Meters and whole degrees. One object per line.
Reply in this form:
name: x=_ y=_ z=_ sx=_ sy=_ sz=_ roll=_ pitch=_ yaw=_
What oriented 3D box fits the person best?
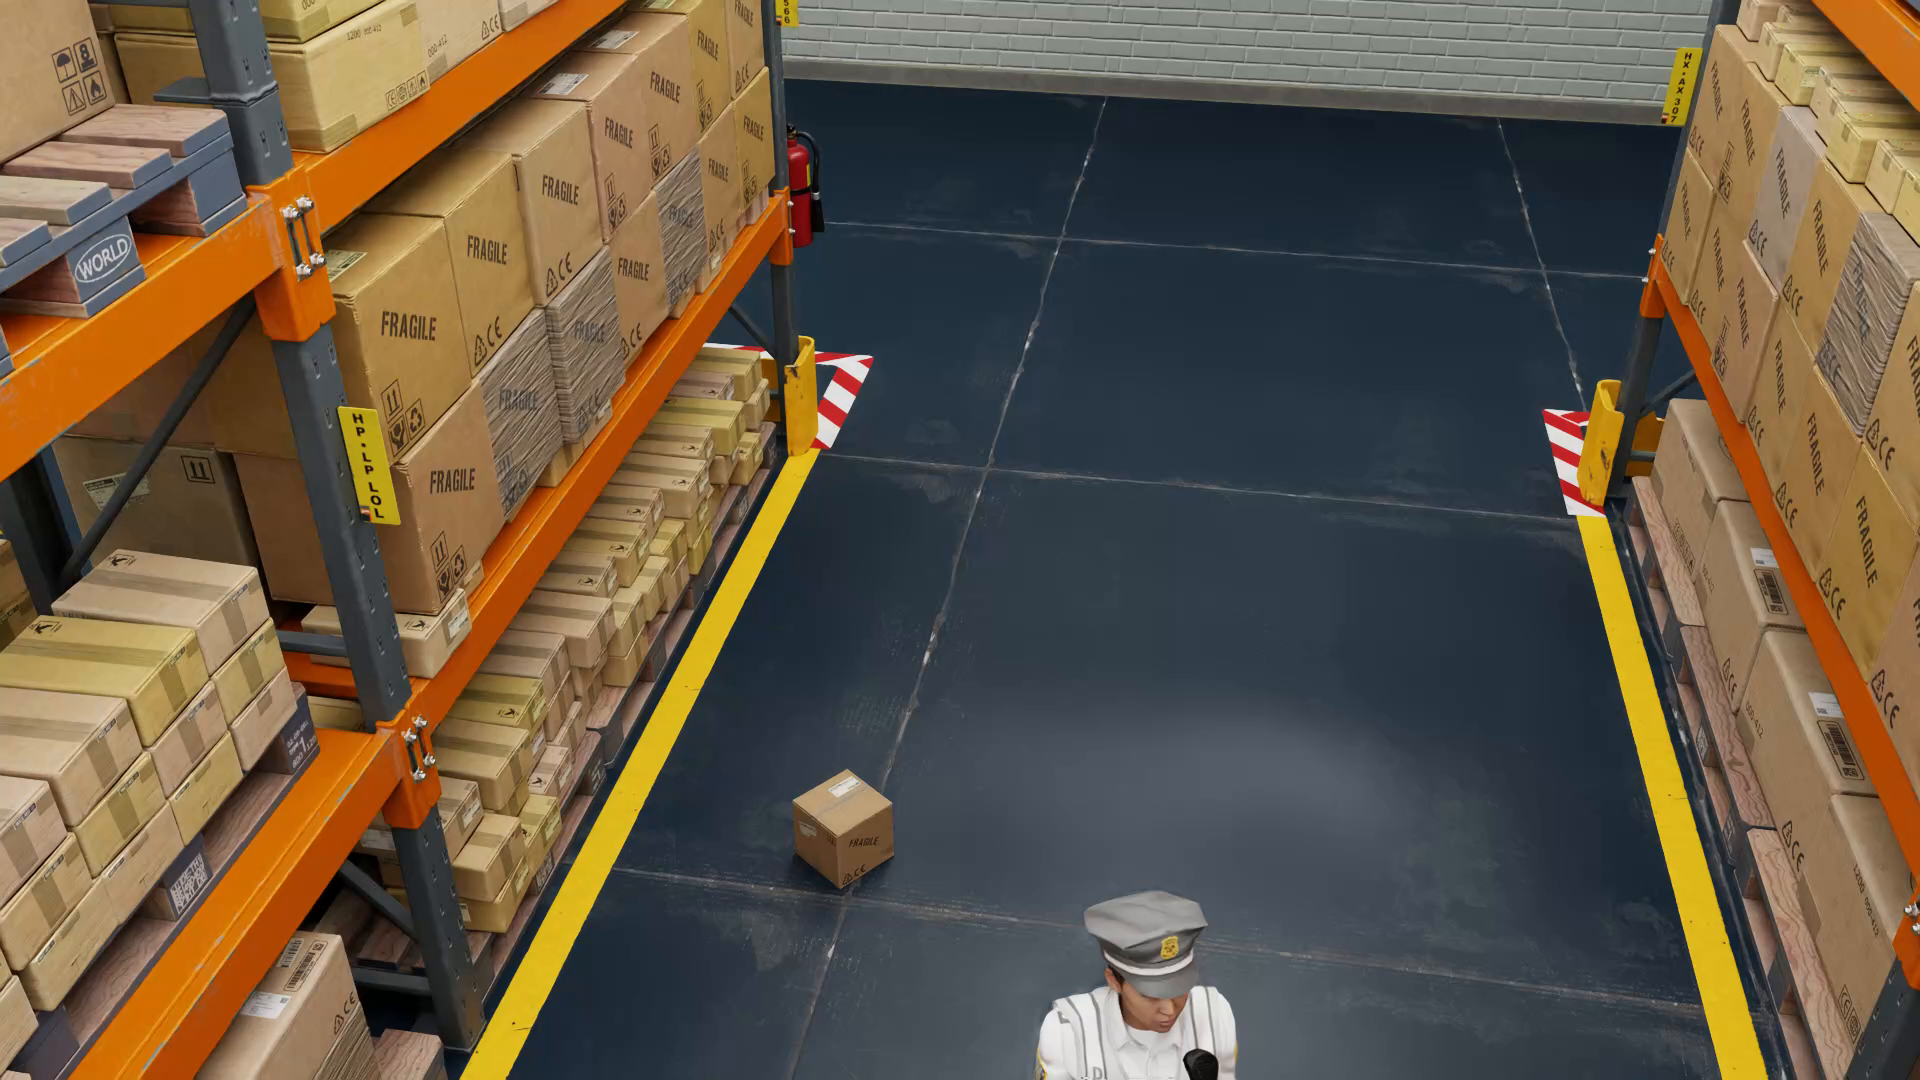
person: x=0.393 y=1.476 z=3.748 sx=0.514 sy=1.684 sz=0.433 roll=-6 pitch=33 yaw=-9
